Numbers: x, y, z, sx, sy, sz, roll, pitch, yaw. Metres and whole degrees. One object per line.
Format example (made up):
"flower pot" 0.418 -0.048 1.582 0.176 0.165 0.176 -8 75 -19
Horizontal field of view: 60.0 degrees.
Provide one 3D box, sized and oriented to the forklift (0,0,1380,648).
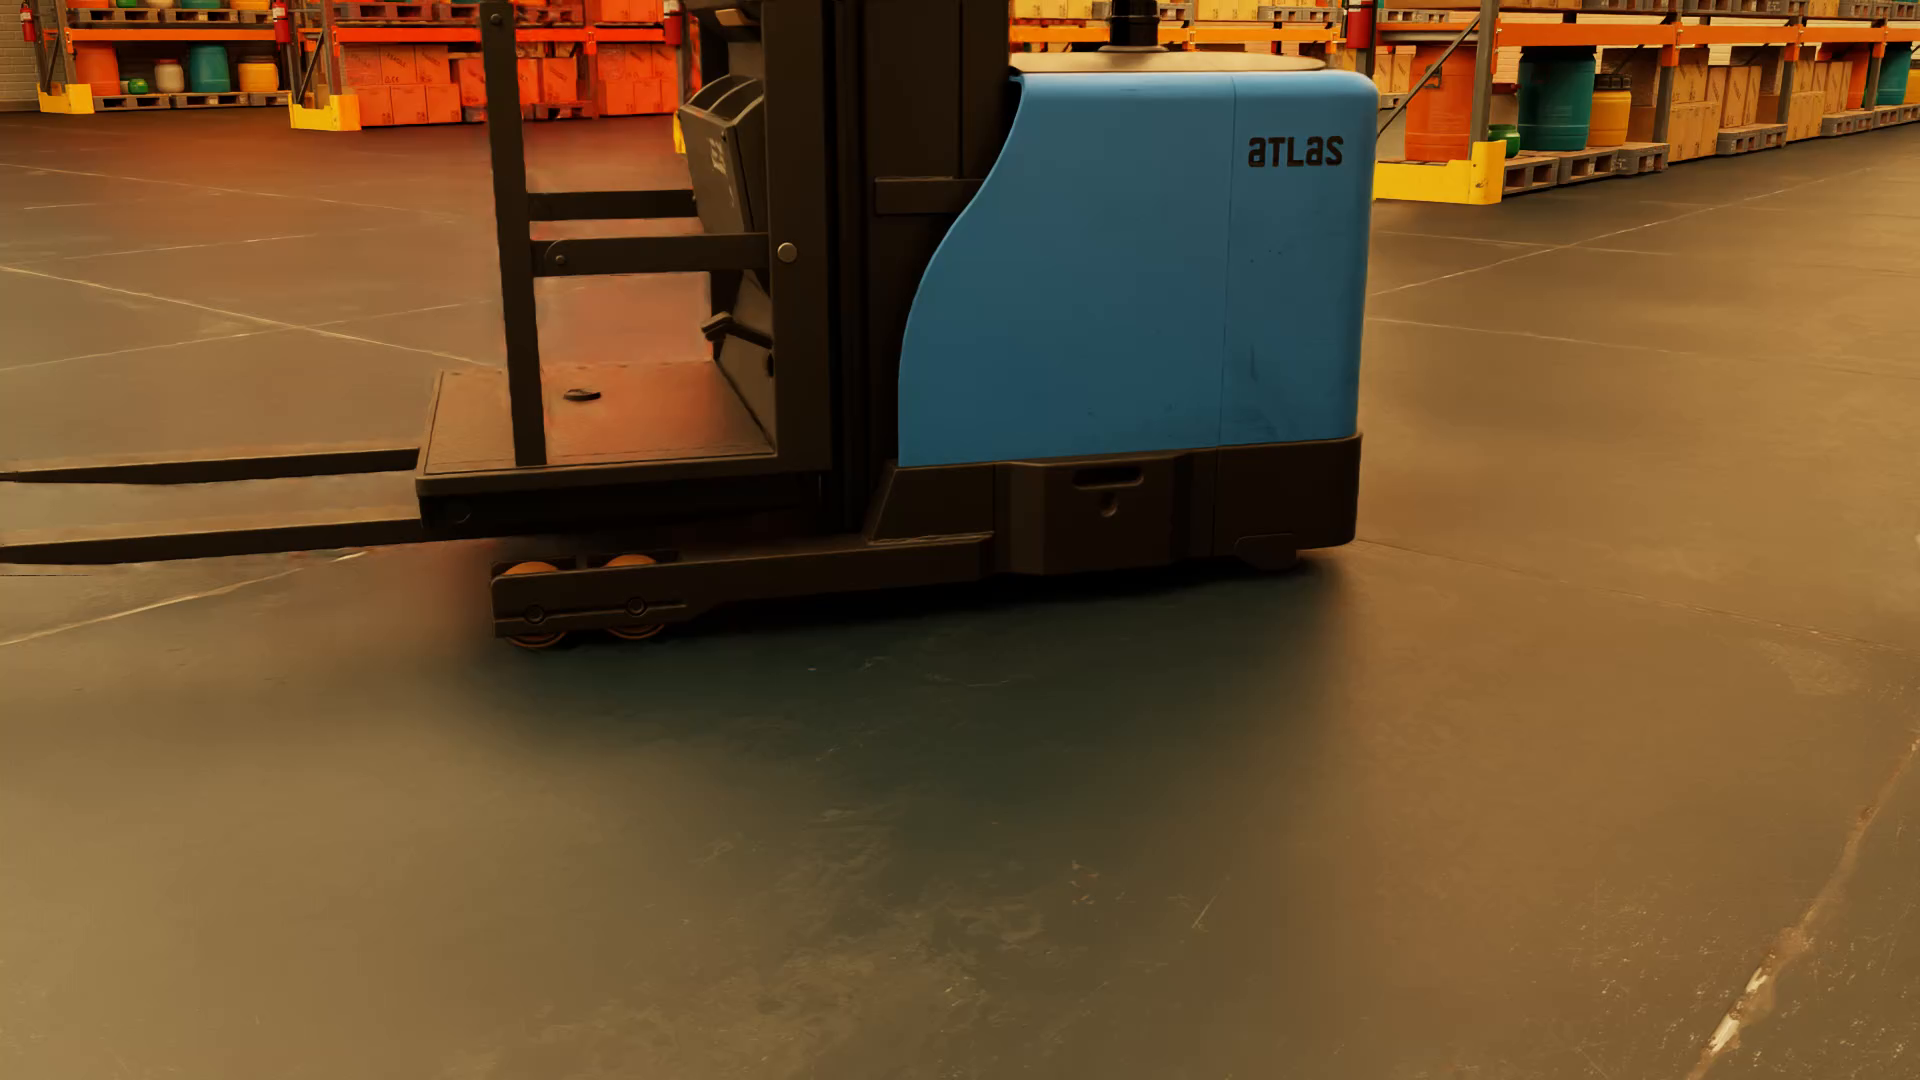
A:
"forklift" -0.688 -1.361 3.379 3.031 2.935 1.130 -4 17 -14
